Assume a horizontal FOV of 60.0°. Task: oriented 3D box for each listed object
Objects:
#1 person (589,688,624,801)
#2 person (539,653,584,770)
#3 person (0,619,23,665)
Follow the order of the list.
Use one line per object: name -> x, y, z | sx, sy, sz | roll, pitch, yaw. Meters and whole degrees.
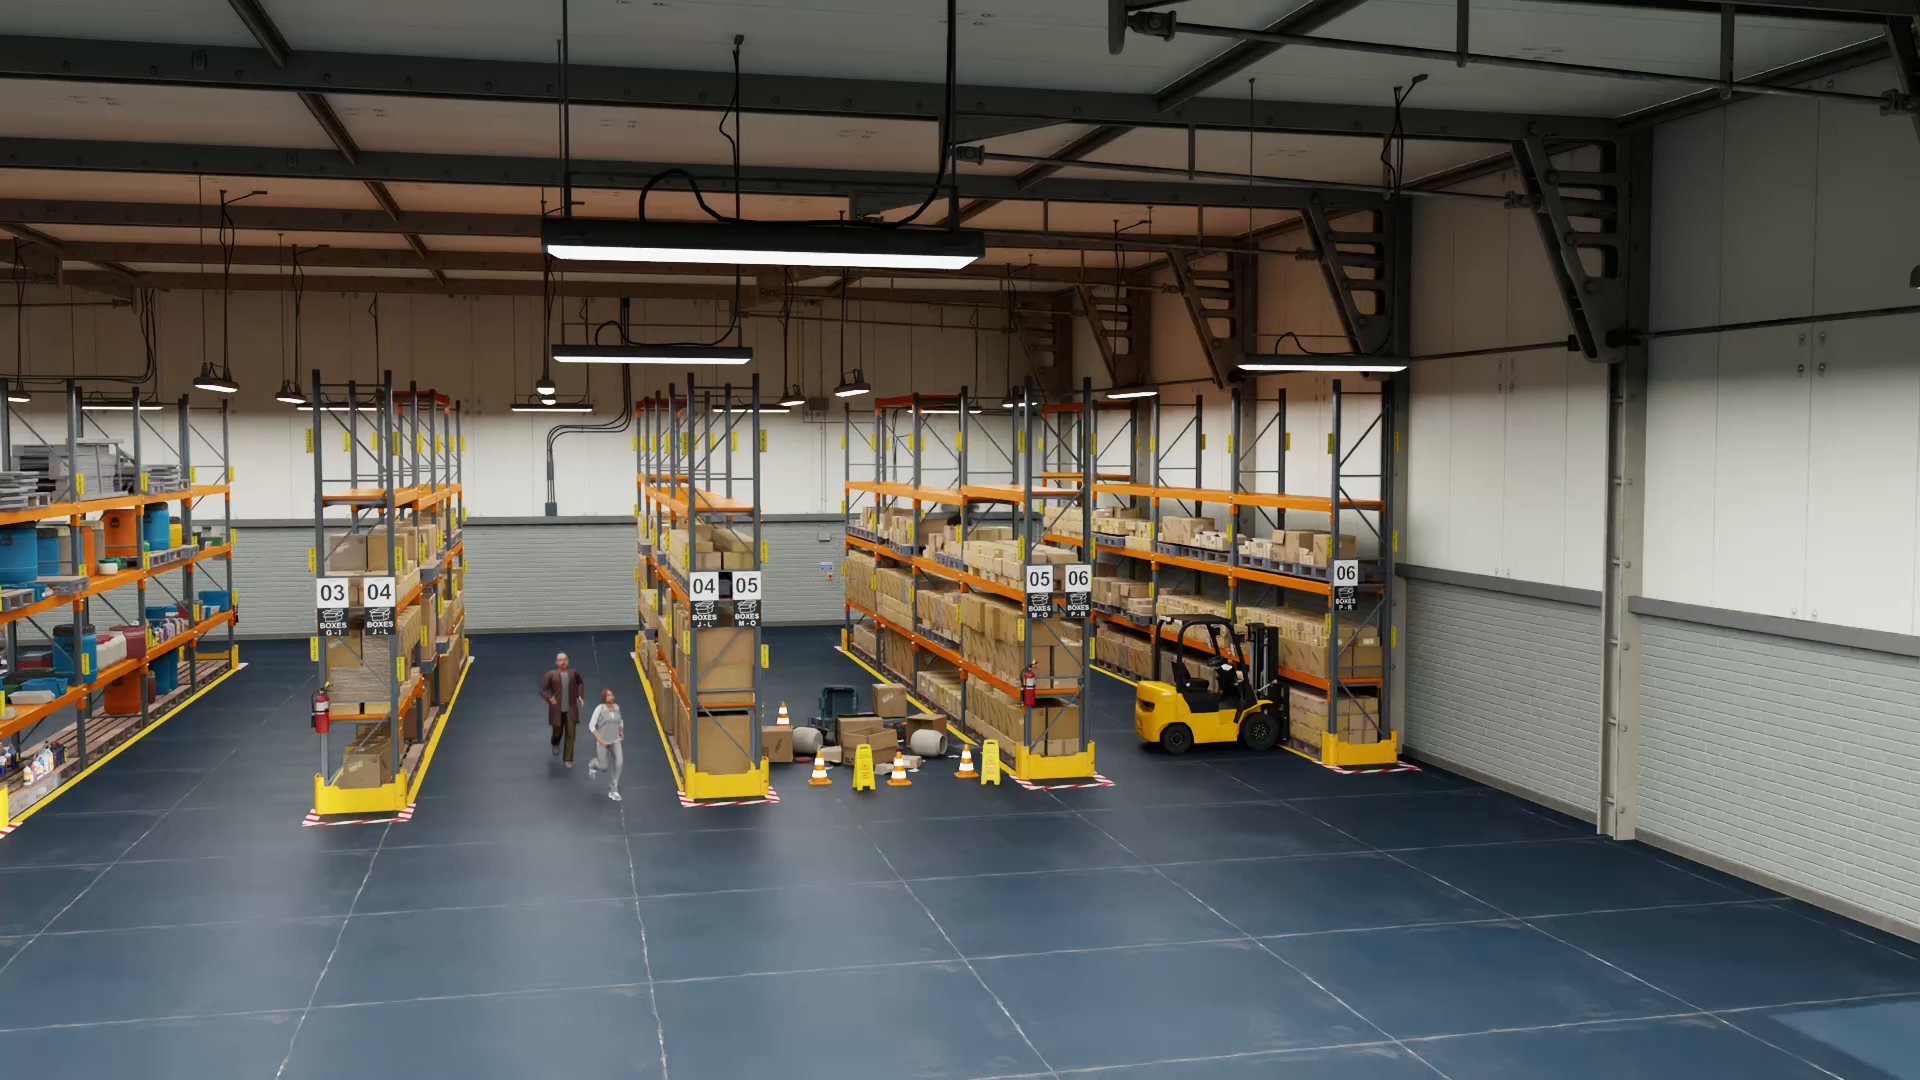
person -> -5.013, 2.880, 23.621 | 0.539, 1.558, 0.761 | -2, 4, -35
person -> -6.162, 2.629, 25.831 | 0.720, 1.759, 0.962 | -1, 4, -24
person -> -21.116, 2.054, 36.840 | 0.838, 1.658, 0.578 | 1, 3, 16
